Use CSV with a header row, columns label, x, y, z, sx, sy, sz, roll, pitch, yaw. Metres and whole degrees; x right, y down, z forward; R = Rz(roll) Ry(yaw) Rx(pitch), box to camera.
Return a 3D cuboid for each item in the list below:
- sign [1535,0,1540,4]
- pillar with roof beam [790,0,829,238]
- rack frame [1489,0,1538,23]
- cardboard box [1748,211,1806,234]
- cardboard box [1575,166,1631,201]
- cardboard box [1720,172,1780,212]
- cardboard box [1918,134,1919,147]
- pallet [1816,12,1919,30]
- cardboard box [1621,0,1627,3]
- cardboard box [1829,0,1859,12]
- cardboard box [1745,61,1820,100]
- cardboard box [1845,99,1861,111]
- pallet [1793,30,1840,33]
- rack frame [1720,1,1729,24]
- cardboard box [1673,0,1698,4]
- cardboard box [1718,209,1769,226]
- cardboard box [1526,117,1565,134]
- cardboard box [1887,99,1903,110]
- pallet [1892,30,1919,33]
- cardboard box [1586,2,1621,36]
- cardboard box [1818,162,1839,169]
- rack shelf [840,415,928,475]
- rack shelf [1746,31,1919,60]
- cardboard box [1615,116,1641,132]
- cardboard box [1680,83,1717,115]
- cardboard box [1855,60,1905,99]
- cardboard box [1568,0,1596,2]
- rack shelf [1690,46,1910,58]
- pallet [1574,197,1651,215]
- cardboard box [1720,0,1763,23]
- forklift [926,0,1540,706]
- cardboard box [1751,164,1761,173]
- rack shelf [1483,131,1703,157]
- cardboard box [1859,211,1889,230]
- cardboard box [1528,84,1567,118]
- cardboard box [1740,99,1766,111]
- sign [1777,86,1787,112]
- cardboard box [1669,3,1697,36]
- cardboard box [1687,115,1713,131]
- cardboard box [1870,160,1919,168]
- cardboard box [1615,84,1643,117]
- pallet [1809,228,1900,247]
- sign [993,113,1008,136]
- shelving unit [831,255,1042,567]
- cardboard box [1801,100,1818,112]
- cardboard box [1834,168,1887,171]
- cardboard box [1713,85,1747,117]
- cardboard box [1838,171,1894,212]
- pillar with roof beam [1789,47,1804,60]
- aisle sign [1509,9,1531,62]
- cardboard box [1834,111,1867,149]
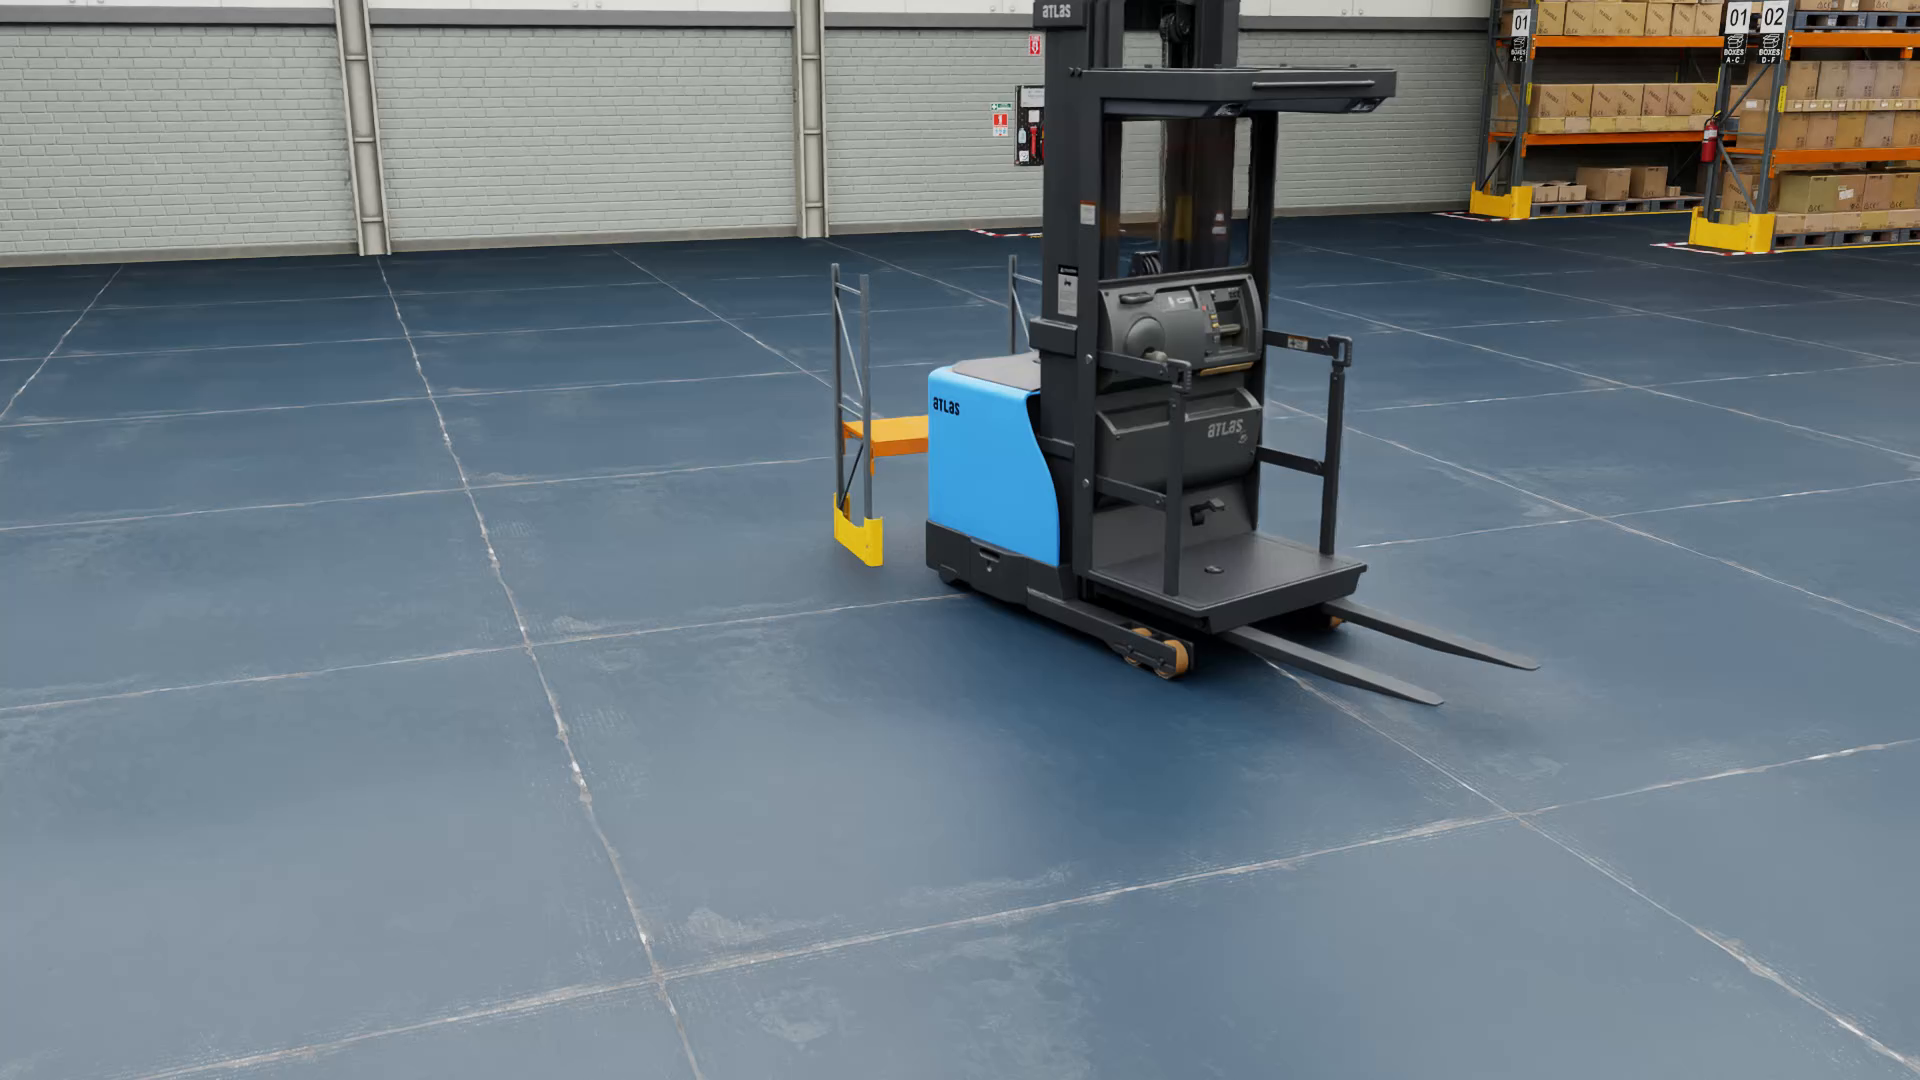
label,x,y,z,sx,sy,sz,roll,pitch,yaw
sign,8.929,-8.454,25.687,0.005,0.325,0.100,-6,17,-20
pillar with roof beam,-0.586,-7.572,18.912,0.400,9.000,9.100,-6,17,-20
rack frame,8.735,-9.616,25.873,0.127,3.000,1.000,-6,17,-20
cardboard box,11.091,-4.313,22.595,0.500,0.250,0.500,-6,17,-20
cardboard box,10.648,-5.914,27.569,0.500,0.500,0.700,-7,18,-24
cardboard box,10.905,-4.809,22.955,0.500,0.500,0.500,-6,17,-20
cardboard box,13.344,-5.785,23.296,0.500,0.500,0.700,-6,18,-21
pallet,12.321,-7.020,22.514,1.213,0.211,1.003,-6,17,-20
cardboard box,10.490,-8.977,27.033,0.500,0.500,0.500,-6,17,-20
cardboard box,11.673,-7.094,22.062,0.250,0.149,0.380,-6,17,-20
cardboard box,11.001,-6.154,22.252,0.500,0.500,0.700,-6,17,-20
cardboard box,11.918,-5.881,22.474,0.250,0.149,0.380,-7,18,-22
pallet,14.052,-8.630,28.171,1.003,0.211,1.213,-6,17,-20
rack frame,12.470,-10.019,27.247,0.127,3.000,1.000,-6,17,-20
cardboard box,11.588,-8.937,26.898,0.500,0.500,0.500,-5,17,-17
cardboard box,10.906,-4.449,23.059,0.500,0.250,0.500,-6,17,-20
cardboard box,9.304,-6.641,26.620,0.500,0.250,0.500,-7,18,-22
cardboard box,12.636,-5.958,22.736,0.250,0.149,0.380,-6,17,-18
pallet,16.787,-8.972,29.338,1.003,0.211,1.213,-5,17,-18
cardboard box,10.134,-8.301,26.504,0.500,0.500,0.500,-5,17,-18
cardboard box,15.029,-6.448,29.389,0.500,0.500,0.700,-6,17,-20
rack shelf,-0.094,-0.542,8.919,1.000,0.185,0.538,-7,18,-22
rack shelf,12.378,-6.730,22.647,4.000,0.370,1.077,-6,17,-20
cardboard box,10.735,-6.797,27.152,0.500,0.250,0.500,-6,17,-20
cardboard box,12.139,-7.309,27.565,0.500,0.500,0.500,-6,17,-20
cardboard box,12.428,-6.310,22.783,0.500,0.500,0.700,-6,17,-20
cardboard box,9.668,-8.727,26.180,0.500,0.500,0.500,-6,18,-21
rack shelf,14.338,-8.437,28.457,4.000,0.370,1.077,-6,17,-20
pallet,10.714,-5.602,27.800,1.213,0.211,1.003,-6,17,-20
cardboard box,13.009,-8.864,27.712,0.500,0.500,0.500,-4,17,-12
forklift,1.121,-0.972,7.206,1.130,2.935,3.031,-12,20,-36
cardboard box,13.616,-6.297,28.872,0.500,0.500,0.700,-7,18,-21
rack shelf,10.602,-6.594,27.507,4.000,0.370,1.077,-6,17,-20
cardboard box,12.493,-4.463,23.108,0.500,0.250,0.500,-6,17,-20
cardboard box,9.288,-7.004,26.526,0.500,0.500,0.500,-6,17,-20
cardboard box,10.800,-5.883,22.478,0.250,0.149,0.380,-6,18,-21
sign,10.704,-5.742,21.649,0.005,0.325,0.100,-6,17,-20
cardboard box,11.610,-8.474,27.095,0.500,0.500,0.500,-8,18,-25
cardboard box,12.136,-6.951,27.676,0.500,0.250,0.500,-6,17,-20
cardboard box,16.939,-6.754,29.844,0.750,0.750,0.750,-6,18,-21
cardboard box,10.716,-7.157,27.046,0.500,0.500,0.500,-6,17,-18
pallet,12.347,-4.307,23.390,1.213,0.211,1.003,-6,17,-20
sign,0.602,-6.180,24.757,0.234,0.329,0.001,-6,17,-20
shelving unit,-0.085,-0.715,8.872,1.083,1.500,0.587,-7,18,-22
cardboard box,11.200,-5.804,22.211,0.250,0.149,0.380,-7,18,-22
cardboard box,12.767,-5.015,23.655,0.500,0.500,0.500,-6,17,-20
cardboard box,12.957,-7.442,28.160,0.500,0.500,0.700,-6,17,-20
cardboard box,12.493,-4.823,23.002,0.500,0.500,0.500,-6,17,-20
pillar with roof beam,16.222,-9.387,25.092,0.400,9.000,9.100,-6,17,-20
aisle sign,8.775,-7.899,26.059,0.004,0.787,0.394,-6,17,-20
cardboard box,11.906,-5.629,22.766,0.500,0.500,0.700,-6,17,-20
